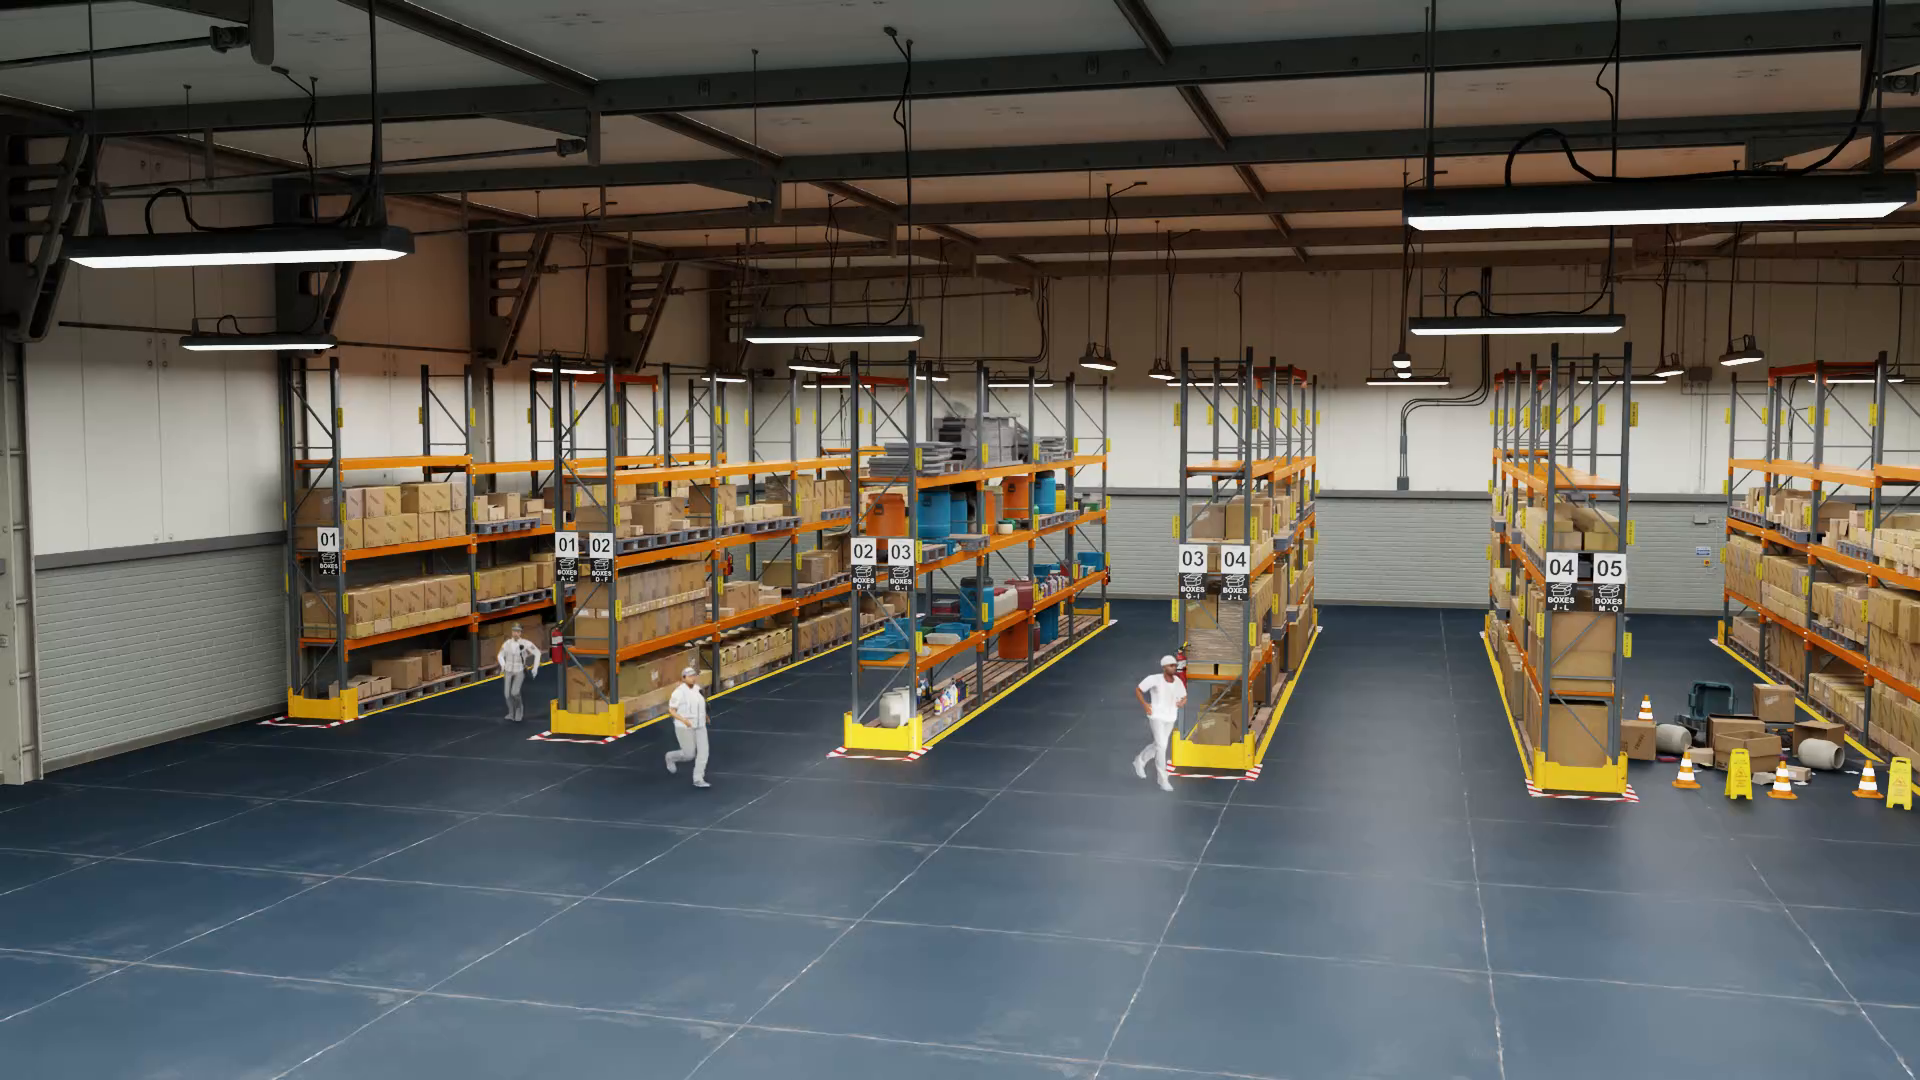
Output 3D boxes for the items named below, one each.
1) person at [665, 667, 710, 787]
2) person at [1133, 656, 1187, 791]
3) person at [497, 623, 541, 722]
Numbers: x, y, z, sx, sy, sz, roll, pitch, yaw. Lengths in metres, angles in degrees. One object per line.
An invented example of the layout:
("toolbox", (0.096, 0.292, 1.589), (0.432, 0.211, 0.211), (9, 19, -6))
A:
("person", (-3.663, 2.540, 22.647), (0.769, 1.622, 0.621), (4, 6, 43))
("person", (2.787, 2.462, 22.793), (0.721, 1.775, 0.913), (-3, 5, -32))
("person", (-7.265, 2.169, 27.287), (0.674, 1.645, 0.590), (0, 4, 6))
